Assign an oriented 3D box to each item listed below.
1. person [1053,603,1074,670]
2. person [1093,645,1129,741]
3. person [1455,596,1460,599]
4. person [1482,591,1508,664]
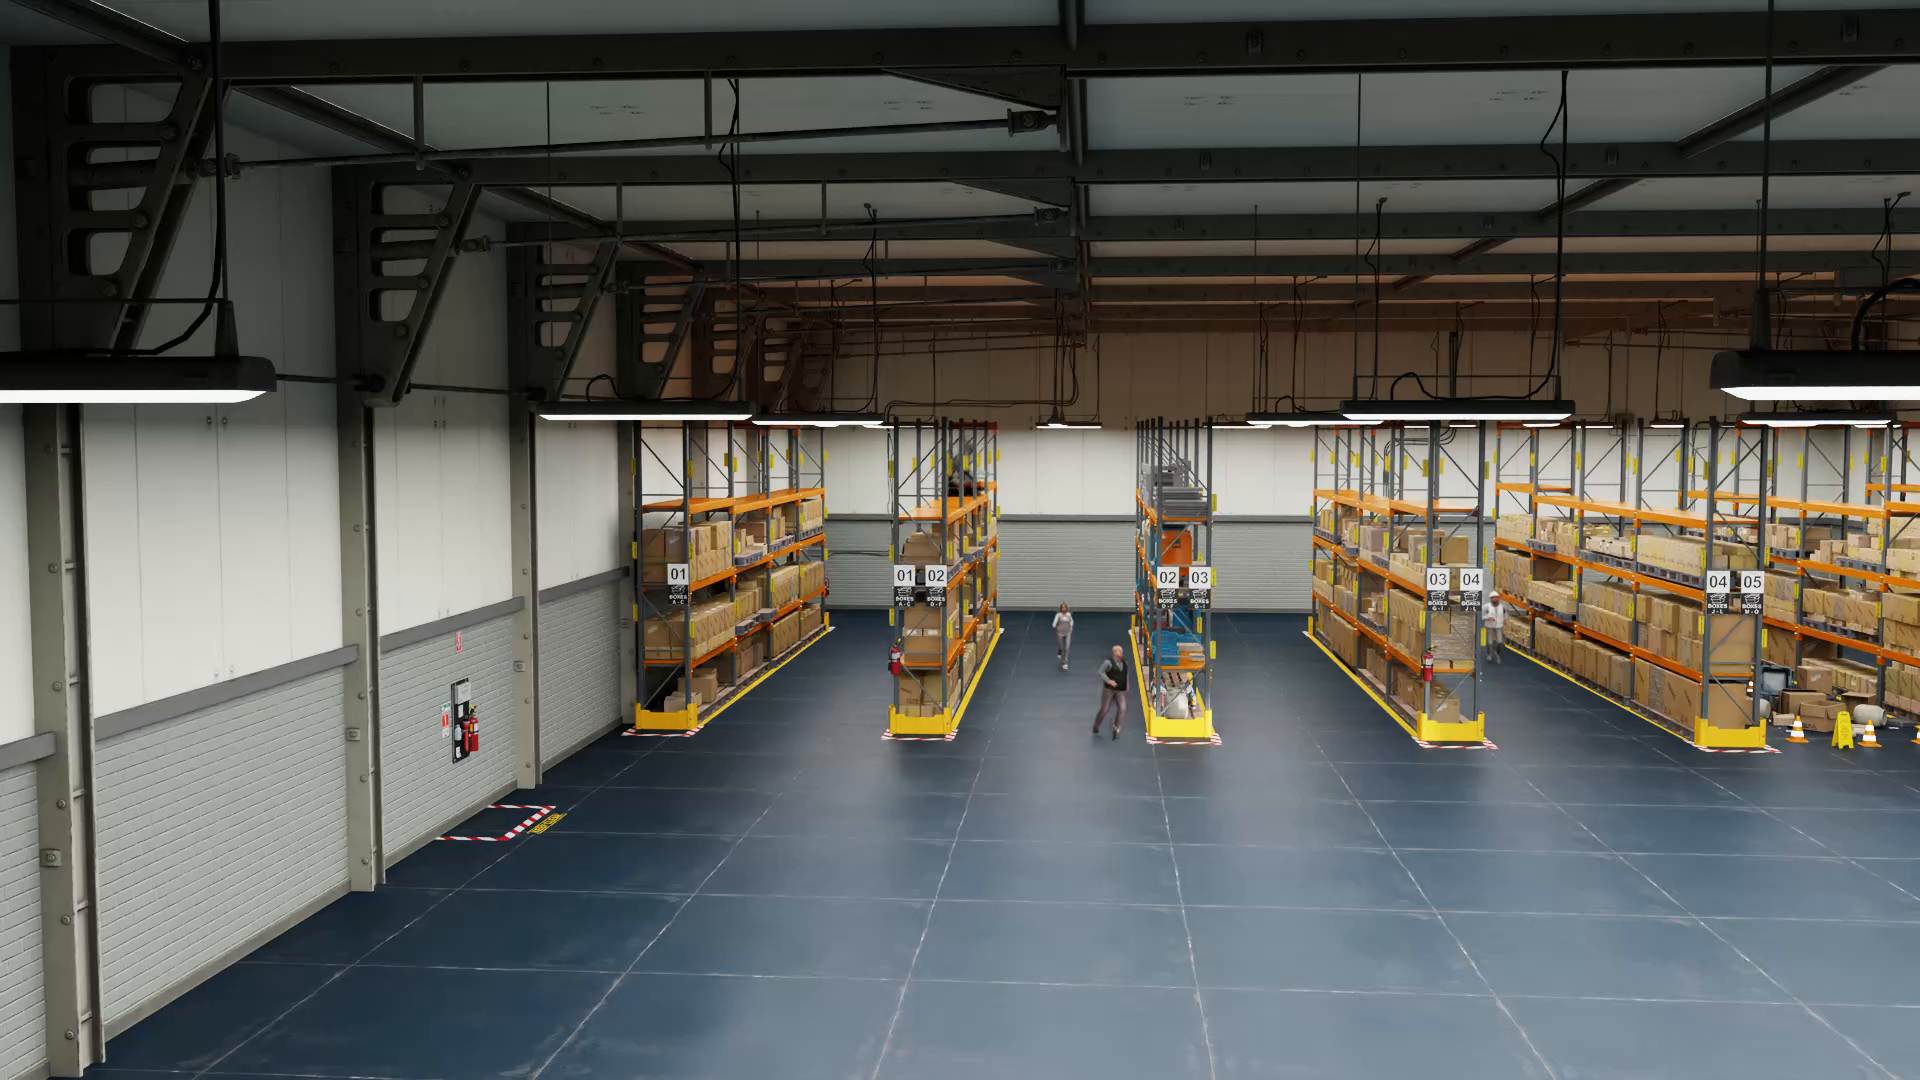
[{"bbox_3d":[2.506,2.311,40.226,0.538,1.586,0.790,-1,4,-8],"label":"person"},{"bbox_3d":[2.904,2.850,31.149,0.730,1.750,0.752,-1,4,-21],"label":"person"},{"bbox_3d":[13.405,2.015,44.274,0.567,1.633,0.546,0,4,3],"label":"person"},{"bbox_3d":[13.192,2.178,41.023,0.670,1.828,0.727,0,4,7],"label":"person"}]
